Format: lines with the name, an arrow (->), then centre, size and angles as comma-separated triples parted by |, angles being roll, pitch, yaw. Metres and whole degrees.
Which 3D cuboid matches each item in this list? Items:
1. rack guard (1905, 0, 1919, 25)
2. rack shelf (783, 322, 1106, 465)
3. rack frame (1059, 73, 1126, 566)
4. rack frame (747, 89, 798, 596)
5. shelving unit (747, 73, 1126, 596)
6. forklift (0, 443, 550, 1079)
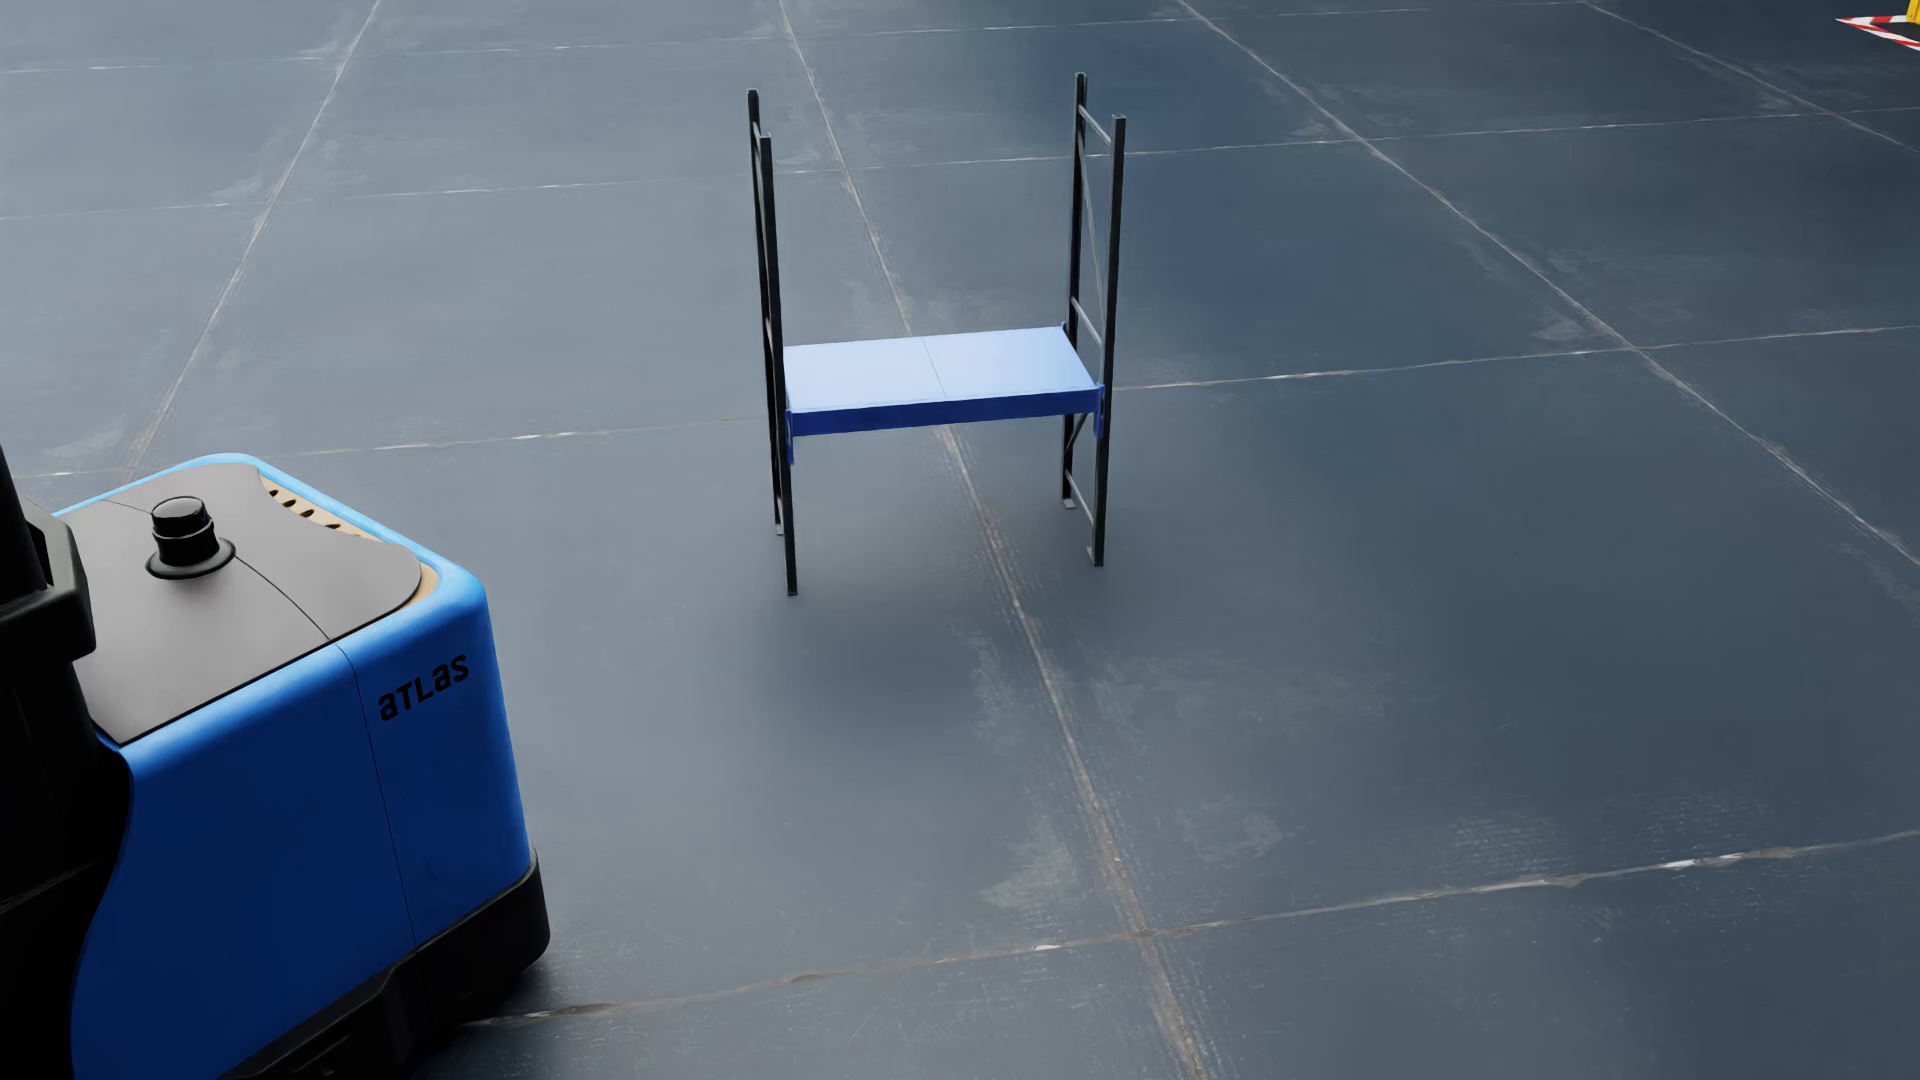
rack guard -> 7.144, -3.745, 11.541 | 0.348, 0.500, 1.175 | -5, 31, -9
rack shelf -> -0.084, -0.484, 5.364 | 1.000, 0.185, 0.538 | -5, 31, -9
rack frame -> 0.416, -0.685, 5.352 | 0.032, 1.500, 0.500 | -5, 31, -9
rack frame -> -0.584, -0.592, 5.194 | 0.032, 1.500, 0.500 | -5, 31, -9
shelving unit -> -0.084, -0.639, 5.273 | 1.048, 1.500, 0.538 | -5, 31, -9
forklift -> -2.283, 0.167, 2.490 | 1.130, 2.935, 3.031 | 22, 37, 33
